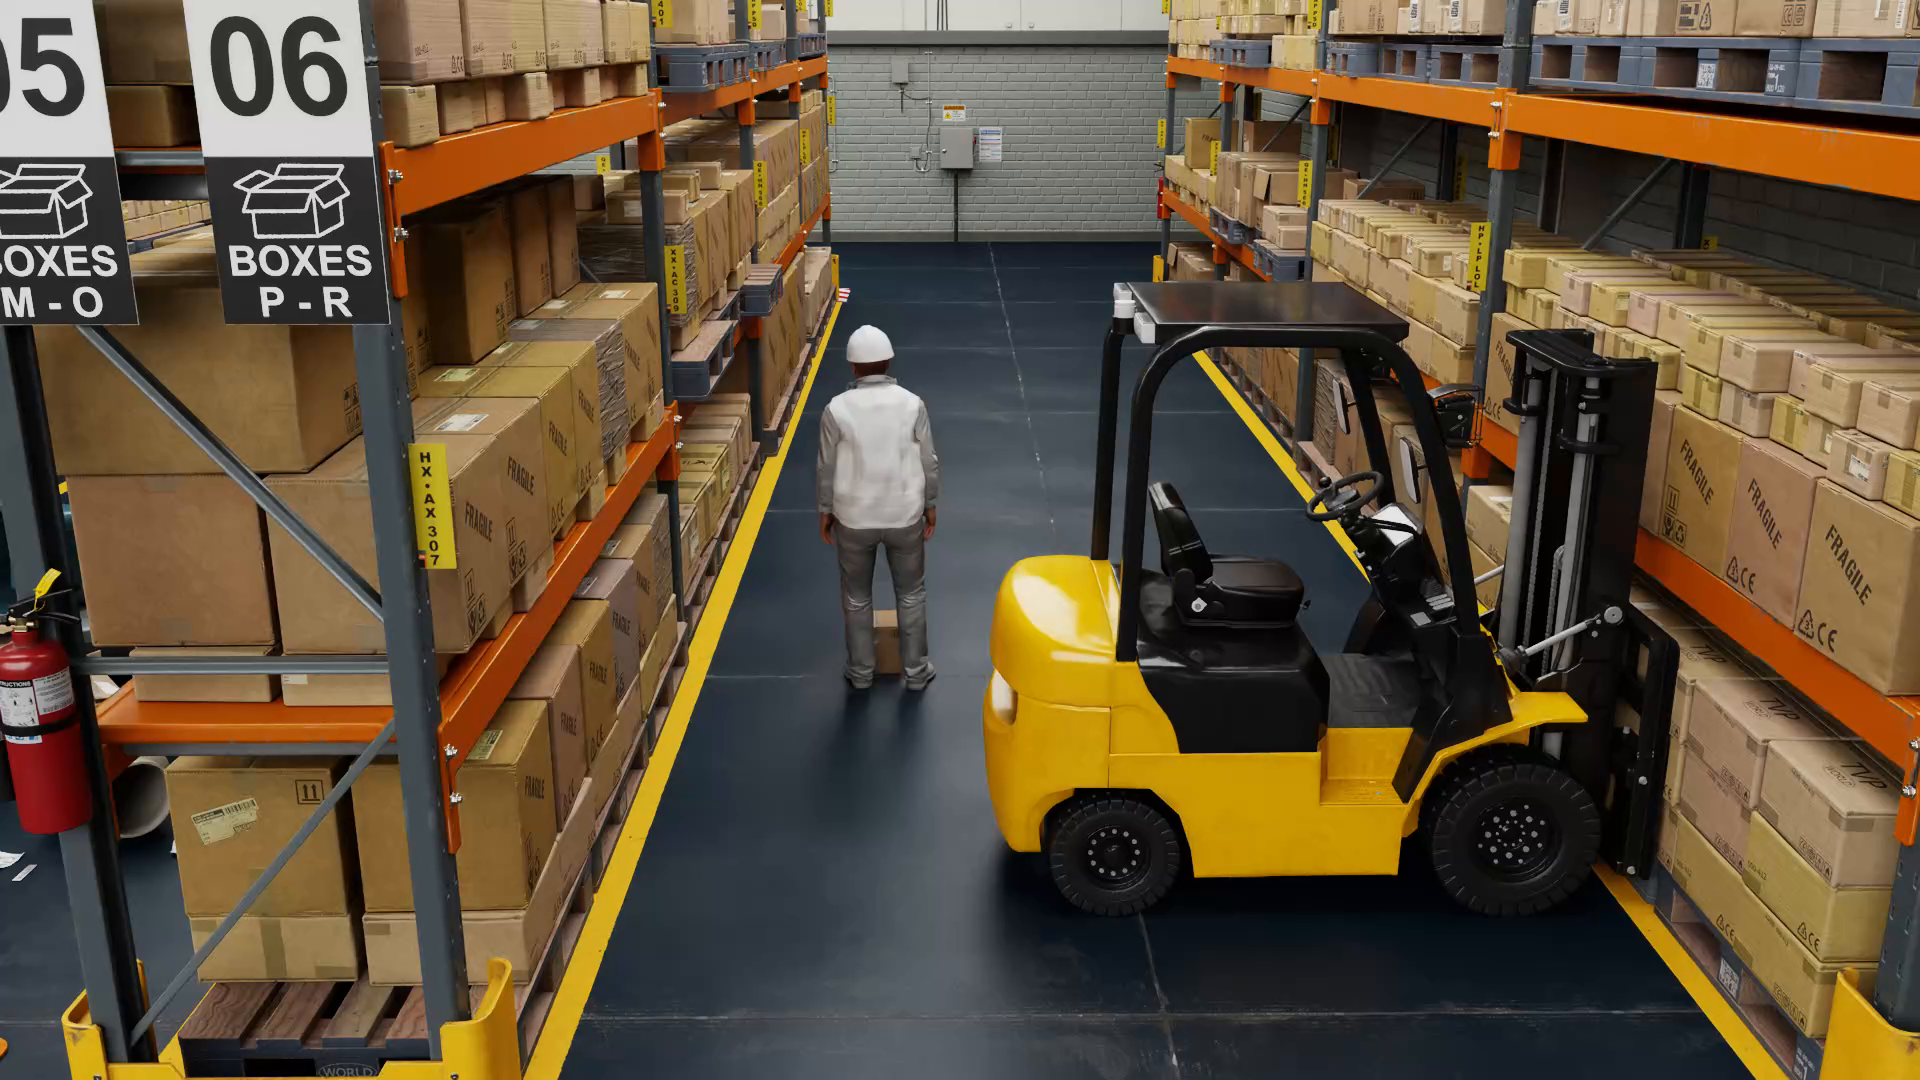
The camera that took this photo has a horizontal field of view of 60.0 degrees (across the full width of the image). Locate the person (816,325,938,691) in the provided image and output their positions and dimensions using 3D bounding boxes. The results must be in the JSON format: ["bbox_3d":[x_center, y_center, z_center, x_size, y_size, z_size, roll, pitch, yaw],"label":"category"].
[{"bbox_3d":[-0.393,-0.134,7.940,0.582,1.770,0.470,-2,17,-7],"label":"person"}]
